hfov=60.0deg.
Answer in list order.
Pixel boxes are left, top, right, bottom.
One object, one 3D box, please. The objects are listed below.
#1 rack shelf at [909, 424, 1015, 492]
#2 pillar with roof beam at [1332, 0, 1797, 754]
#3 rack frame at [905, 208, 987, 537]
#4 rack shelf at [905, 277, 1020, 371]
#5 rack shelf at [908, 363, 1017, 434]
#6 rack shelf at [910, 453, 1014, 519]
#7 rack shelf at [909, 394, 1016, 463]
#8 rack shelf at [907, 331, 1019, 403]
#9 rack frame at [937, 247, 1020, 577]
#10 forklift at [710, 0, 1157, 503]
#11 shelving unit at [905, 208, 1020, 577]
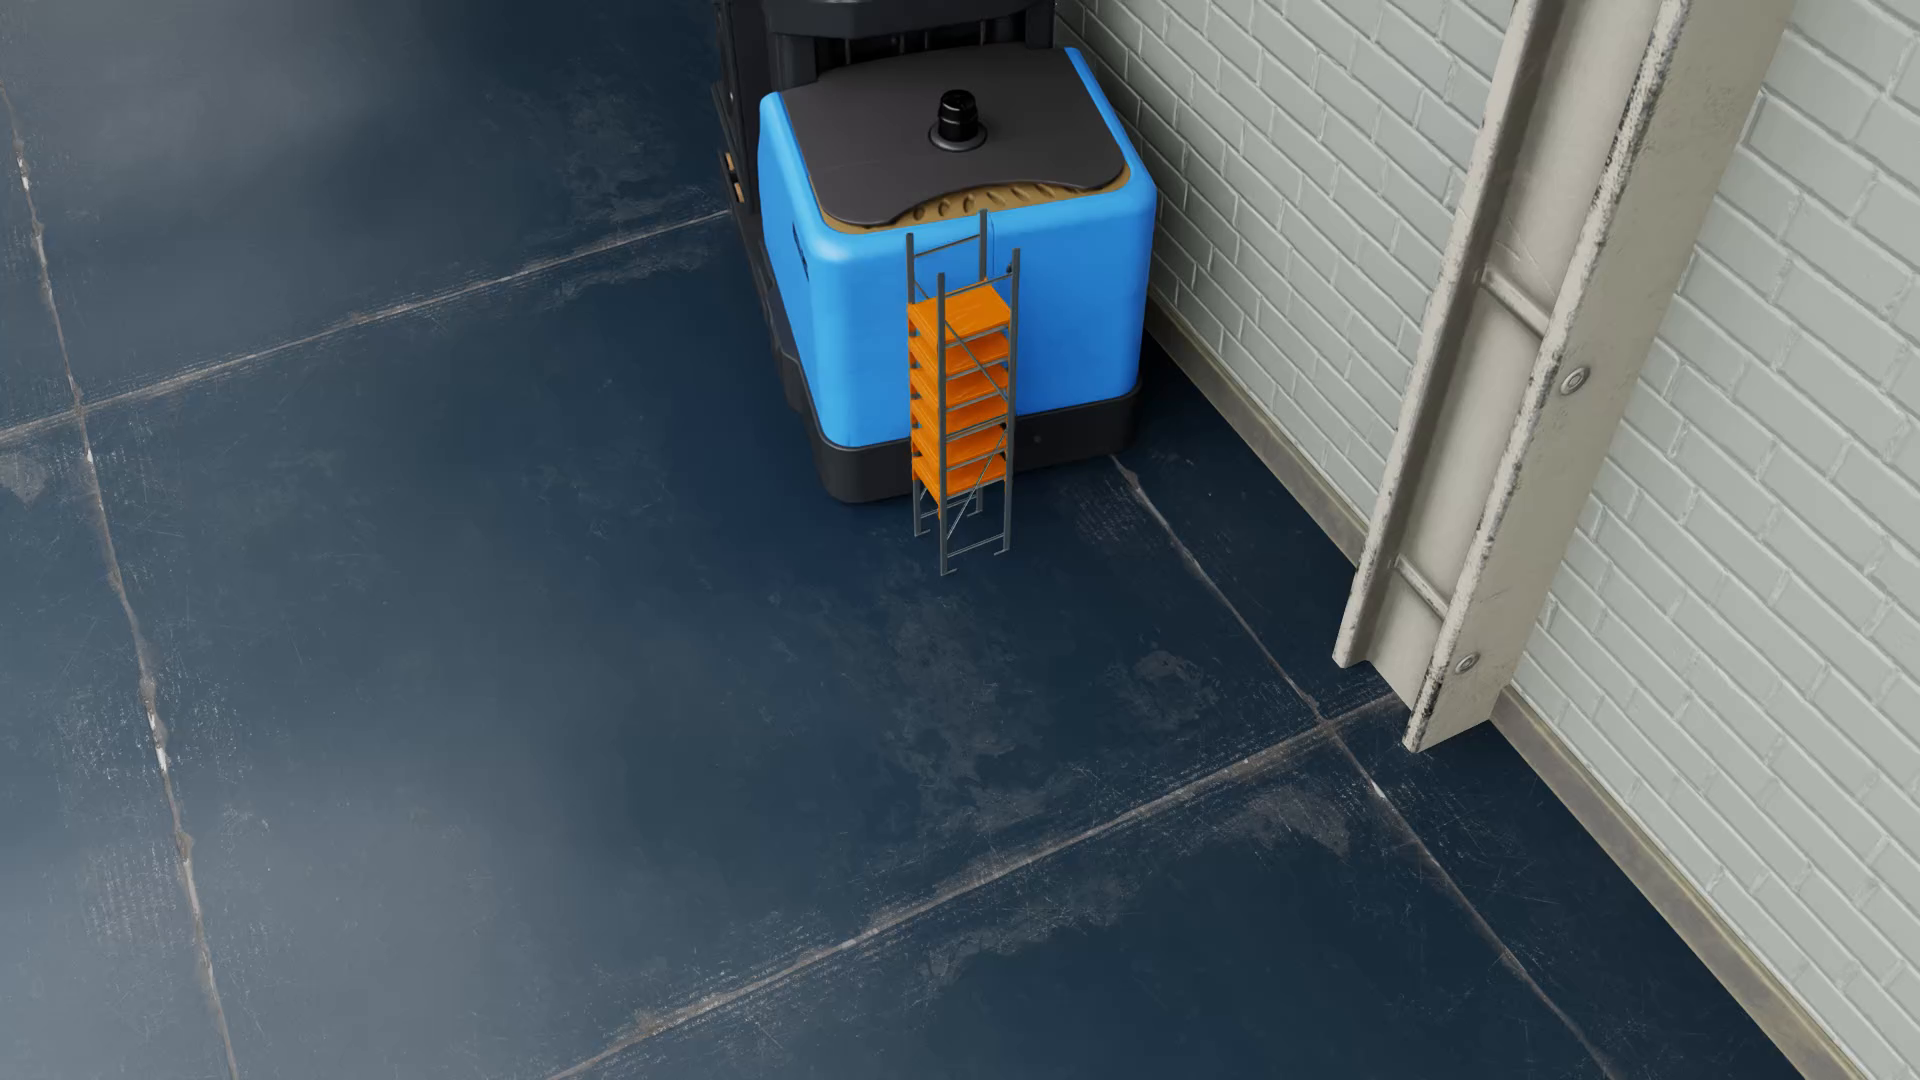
[{"bbox_3d":[0.007,-0.277,4.914,0.258,0.103,0.180,-21,52,-18],"label":"rack shelf"},{"bbox_3d":[-2.497,-1.057,0.196,9.100,9.000,0.400,-21,52,-18],"label":"pillar with roof beam"},{"bbox_3d":[-0.035,-0.447,4.843,0.240,1.200,0.006,-21,52,-18],"label":"rack frame"},{"bbox_3d":[0.007,-0.593,4.552,0.258,0.103,0.180,-21,52,-18],"label":"rack shelf"},{"bbox_3d":[0.007,-0.435,4.733,0.258,0.103,0.180,-21,52,-18],"label":"rack shelf"},{"bbox_3d":[0.007,-0.198,5.004,0.258,0.103,0.180,-21,52,-18],"label":"rack shelf"},{"bbox_3d":[0.007,-0.356,4.823,0.258,0.103,0.180,-21,52,-18],"label":"rack shelf"},{"bbox_3d":[0.007,-0.514,4.643,0.258,0.103,0.180,-21,52,-18],"label":"rack shelf"},{"bbox_3d":[0.048,-0.324,4.736,0.240,1.200,0.006,-21,52,-18],"label":"rack frame"},{"bbox_3d":[-0.298,-2.218,5.243,1.130,2.935,3.031,-12,50,-10],"label":"forklift"},{"bbox_3d":[0.007,-0.385,4.790,0.258,1.200,0.189,-21,52,-18],"label":"shelving unit"}]
